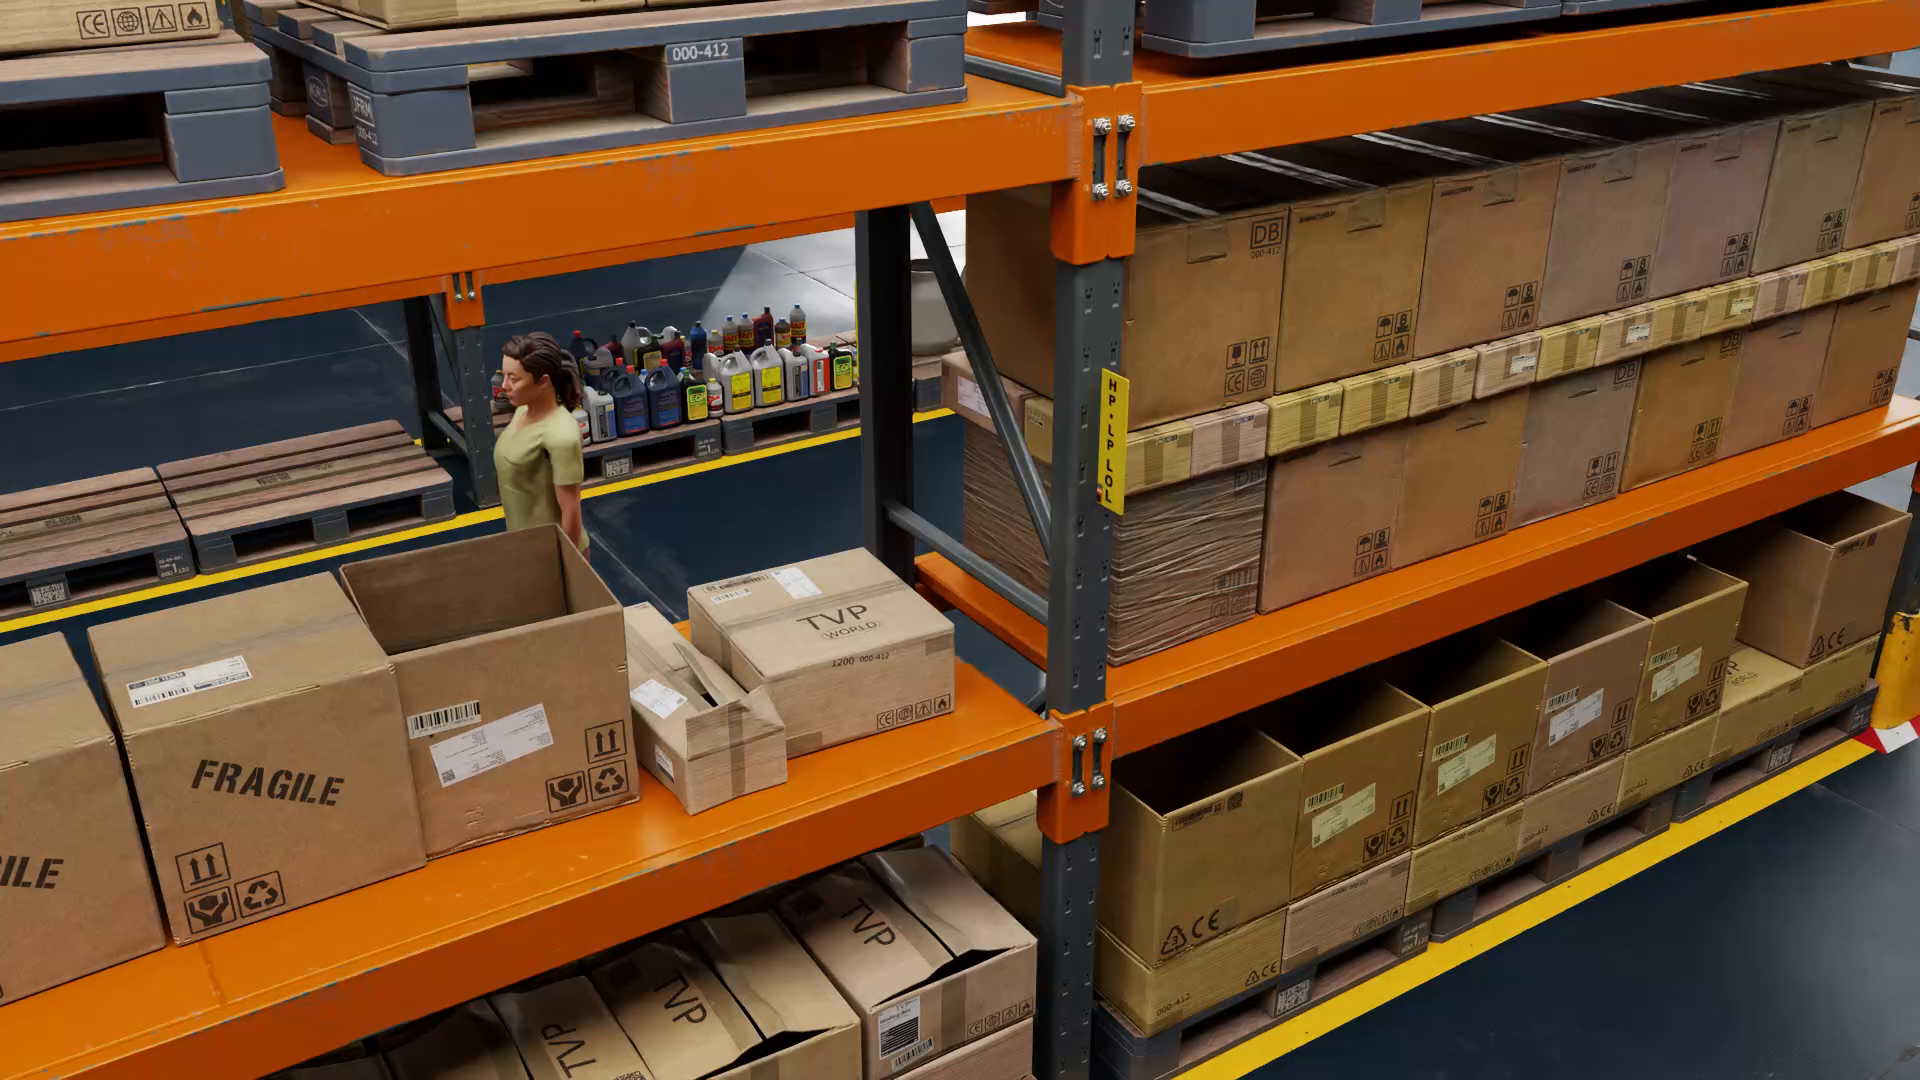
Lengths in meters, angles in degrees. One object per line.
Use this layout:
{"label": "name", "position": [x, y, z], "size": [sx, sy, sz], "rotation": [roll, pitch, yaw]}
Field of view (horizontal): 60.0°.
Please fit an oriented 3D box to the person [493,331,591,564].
{"label": "person", "position": [-1.476, 0.058, 6.018], "size": [0.344, 1.690, 0.441], "rotation": [-15, 29, -28]}
